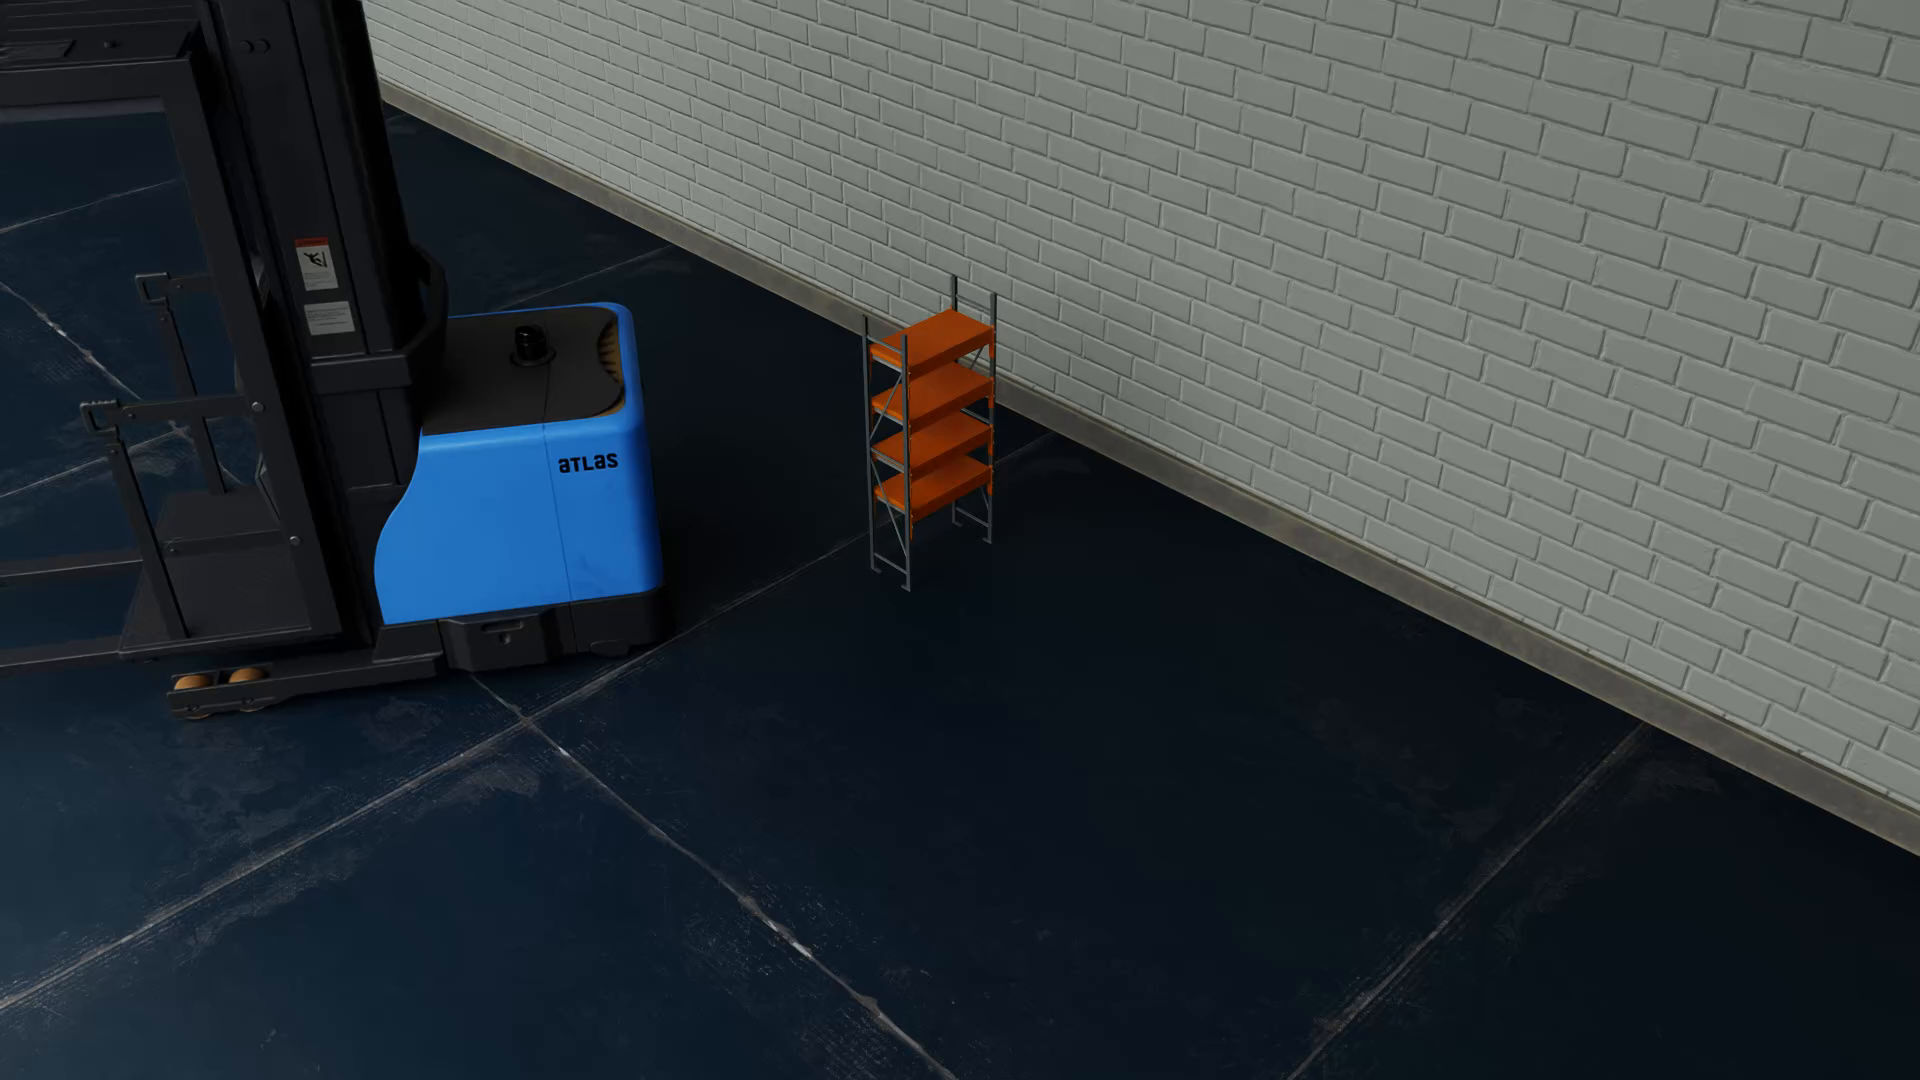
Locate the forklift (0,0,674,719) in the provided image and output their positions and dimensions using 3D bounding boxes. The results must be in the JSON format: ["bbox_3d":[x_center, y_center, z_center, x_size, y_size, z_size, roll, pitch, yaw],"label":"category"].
[{"bbox_3d":[-2.713,-0.858,5.919,3.031,2.935,1.130,-7,36,-10],"label":"forklift"}]

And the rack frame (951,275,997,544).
[{"bbox_3d":[0.055,-0.524,6.952,0.240,1.200,0.015,30,45,35],"label":"rack frame"}]

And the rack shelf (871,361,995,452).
[{"bbox_3d":[-0.117,-0.553,6.721,0.258,0.148,0.480,30,45,35],"label":"rack shelf"}]

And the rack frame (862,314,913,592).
[{"bbox_3d":[-0.289,-0.326,6.668,0.240,1.200,0.015,30,45,35],"label":"rack frame"}]

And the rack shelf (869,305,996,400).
[{"bbox_3d":[-0.117,-0.747,6.586,0.258,0.148,0.480,30,45,35],"label":"rack shelf"}]

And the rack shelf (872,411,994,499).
[{"bbox_3d":[-0.117,-0.370,6.849,0.258,0.148,0.480,30,45,35],"label":"rack shelf"}]

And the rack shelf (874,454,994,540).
[{"bbox_3d":[-0.117,-0.207,6.963,0.258,0.148,0.480,30,45,35],"label":"rack shelf"}]

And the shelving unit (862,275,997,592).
[{"bbox_3d":[-0.117,-0.425,6.810,0.258,1.200,0.503,30,45,35],"label":"shelving unit"}]
